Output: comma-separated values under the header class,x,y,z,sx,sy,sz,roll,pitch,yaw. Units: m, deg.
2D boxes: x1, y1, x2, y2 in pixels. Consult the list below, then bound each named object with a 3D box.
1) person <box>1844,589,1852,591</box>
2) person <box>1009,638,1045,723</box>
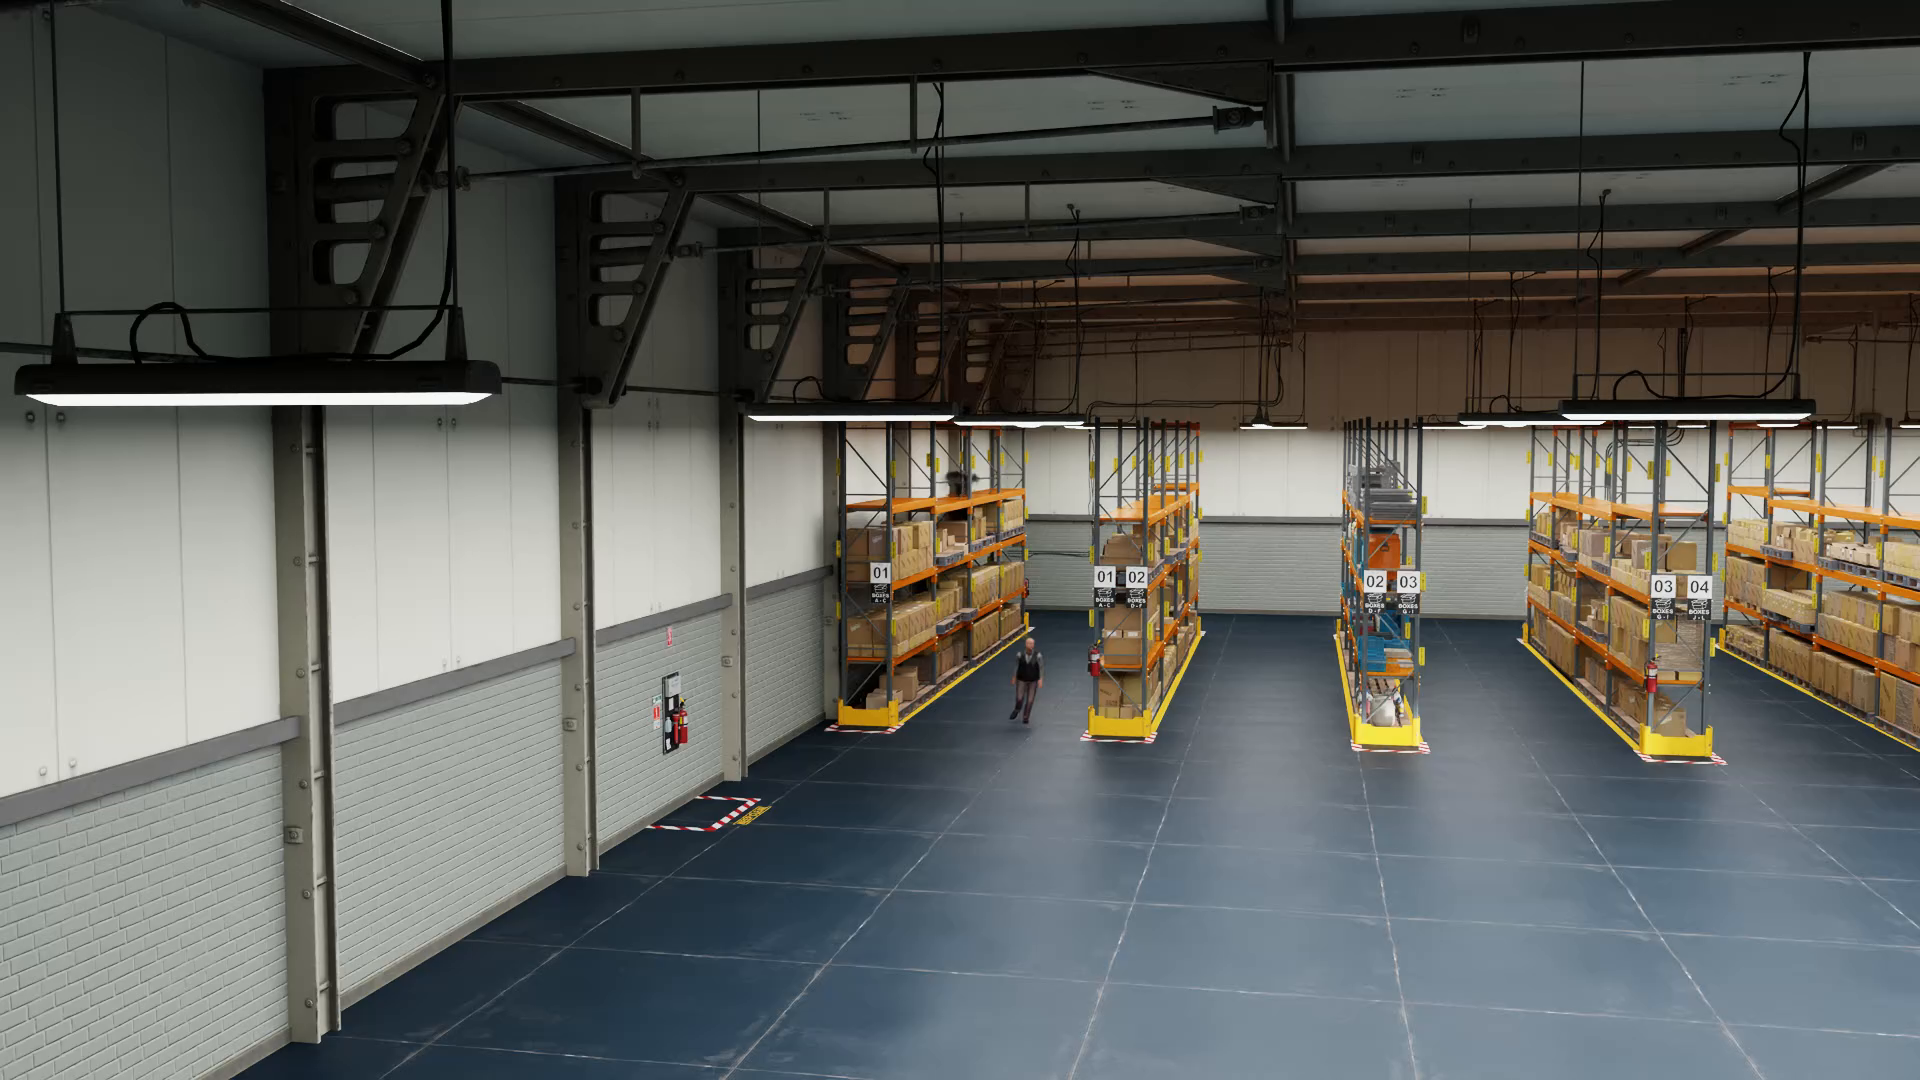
class,x,y,z,sx,sy,sz,roll,pitch,yaw
person,22.296,2.133,41.687,0.634,1.813,0.950,0,4,-5
person,1.307,2.754,32.461,0.687,1.680,0.546,0,4,2
